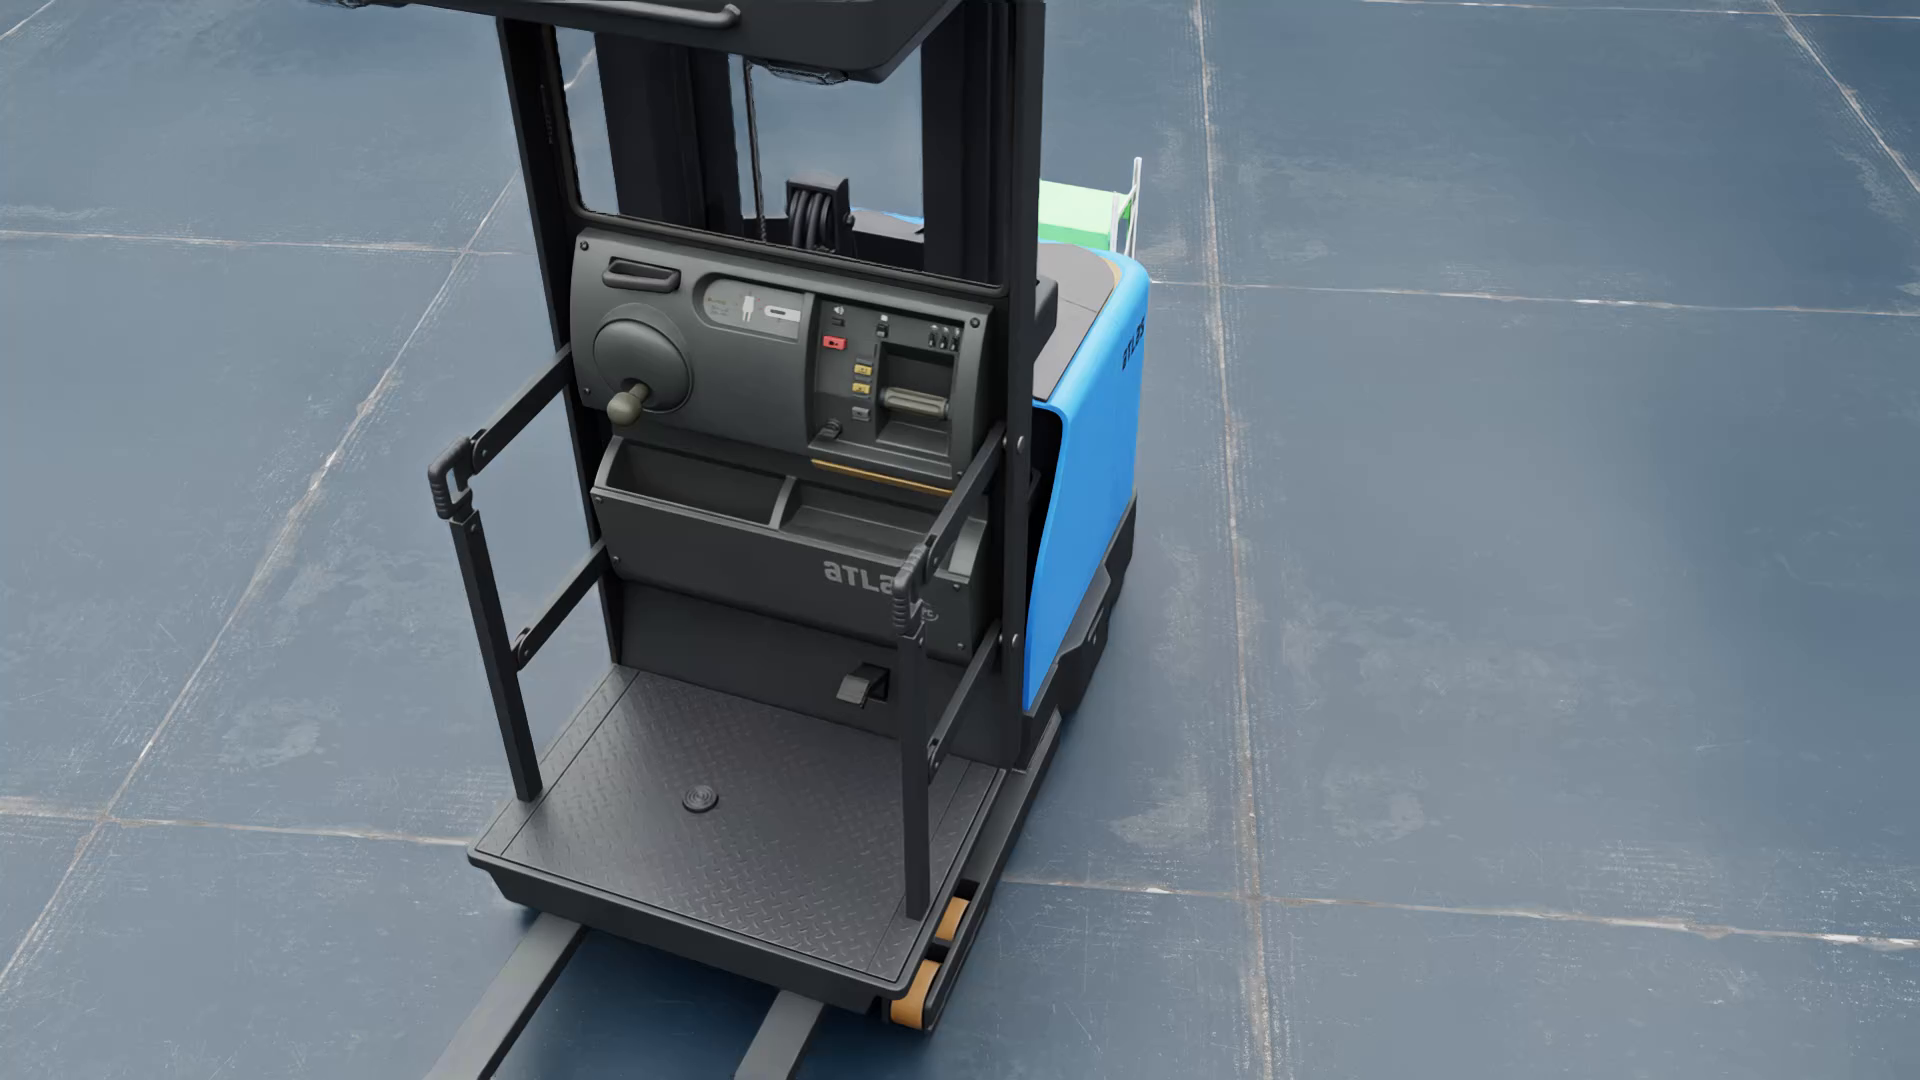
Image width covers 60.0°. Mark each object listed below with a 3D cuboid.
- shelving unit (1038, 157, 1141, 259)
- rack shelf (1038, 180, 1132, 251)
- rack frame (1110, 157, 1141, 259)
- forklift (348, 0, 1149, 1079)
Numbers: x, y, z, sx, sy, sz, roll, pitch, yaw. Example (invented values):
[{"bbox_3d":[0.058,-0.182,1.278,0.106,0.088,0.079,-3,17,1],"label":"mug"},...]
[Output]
[{"bbox_3d":[0.232,-0.590,5.024,0.503,1.200,0.258,13,41,16],"label":"shelving unit"},{"bbox_3d":[0.232,-0.913,4.762,0.480,0.148,0.258,13,41,16],"label":"rack shelf"},{"bbox_3d":[0.460,-0.536,4.958,0.015,1.200,0.240,13,41,16],"label":"rack frame"},{"bbox_3d":[-0.464,-0.305,3.303,1.130,2.935,3.031,13,41,16],"label":"forklift"}]
